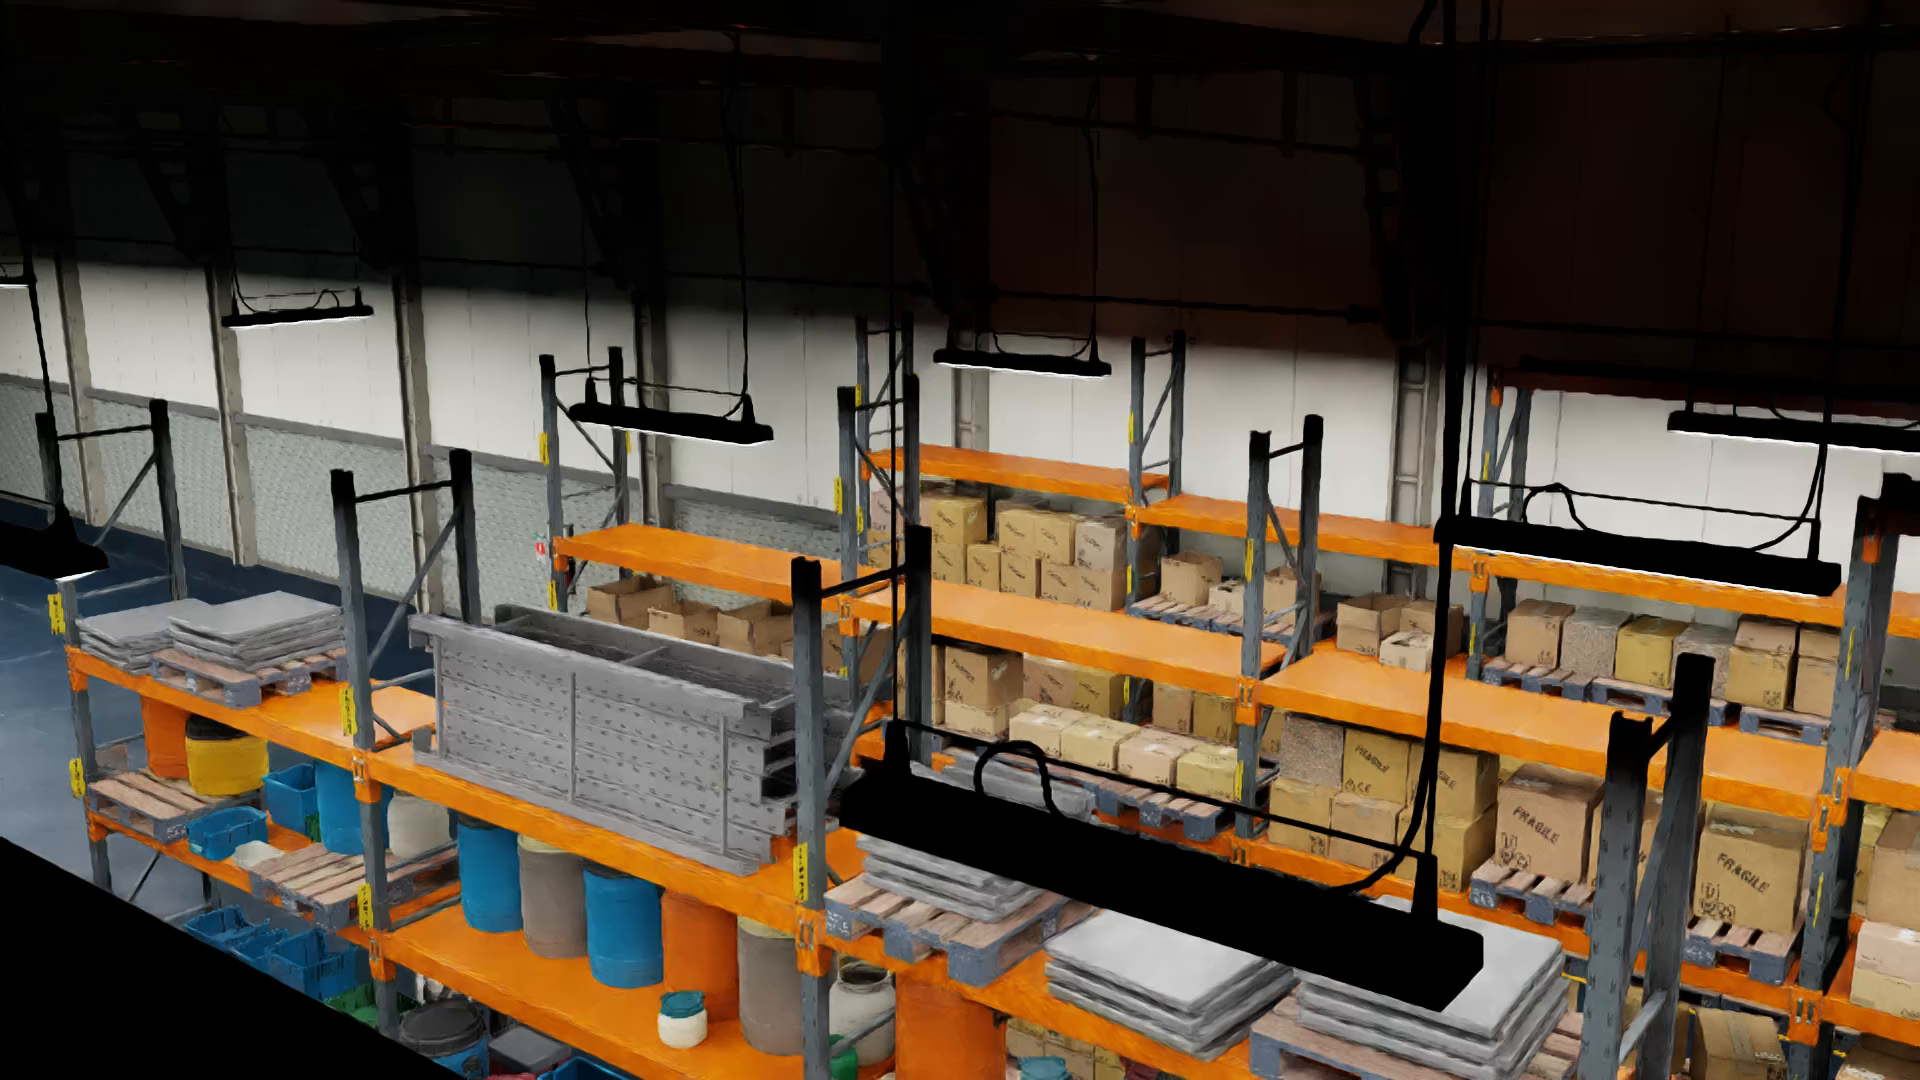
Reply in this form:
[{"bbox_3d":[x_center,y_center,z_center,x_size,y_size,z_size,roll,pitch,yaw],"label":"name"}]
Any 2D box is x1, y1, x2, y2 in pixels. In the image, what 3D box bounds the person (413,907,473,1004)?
[{"bbox_3d":[-4.610,3.938,14.662,1.066,1.587,0.489,9,16,34],"label":"person"}]
